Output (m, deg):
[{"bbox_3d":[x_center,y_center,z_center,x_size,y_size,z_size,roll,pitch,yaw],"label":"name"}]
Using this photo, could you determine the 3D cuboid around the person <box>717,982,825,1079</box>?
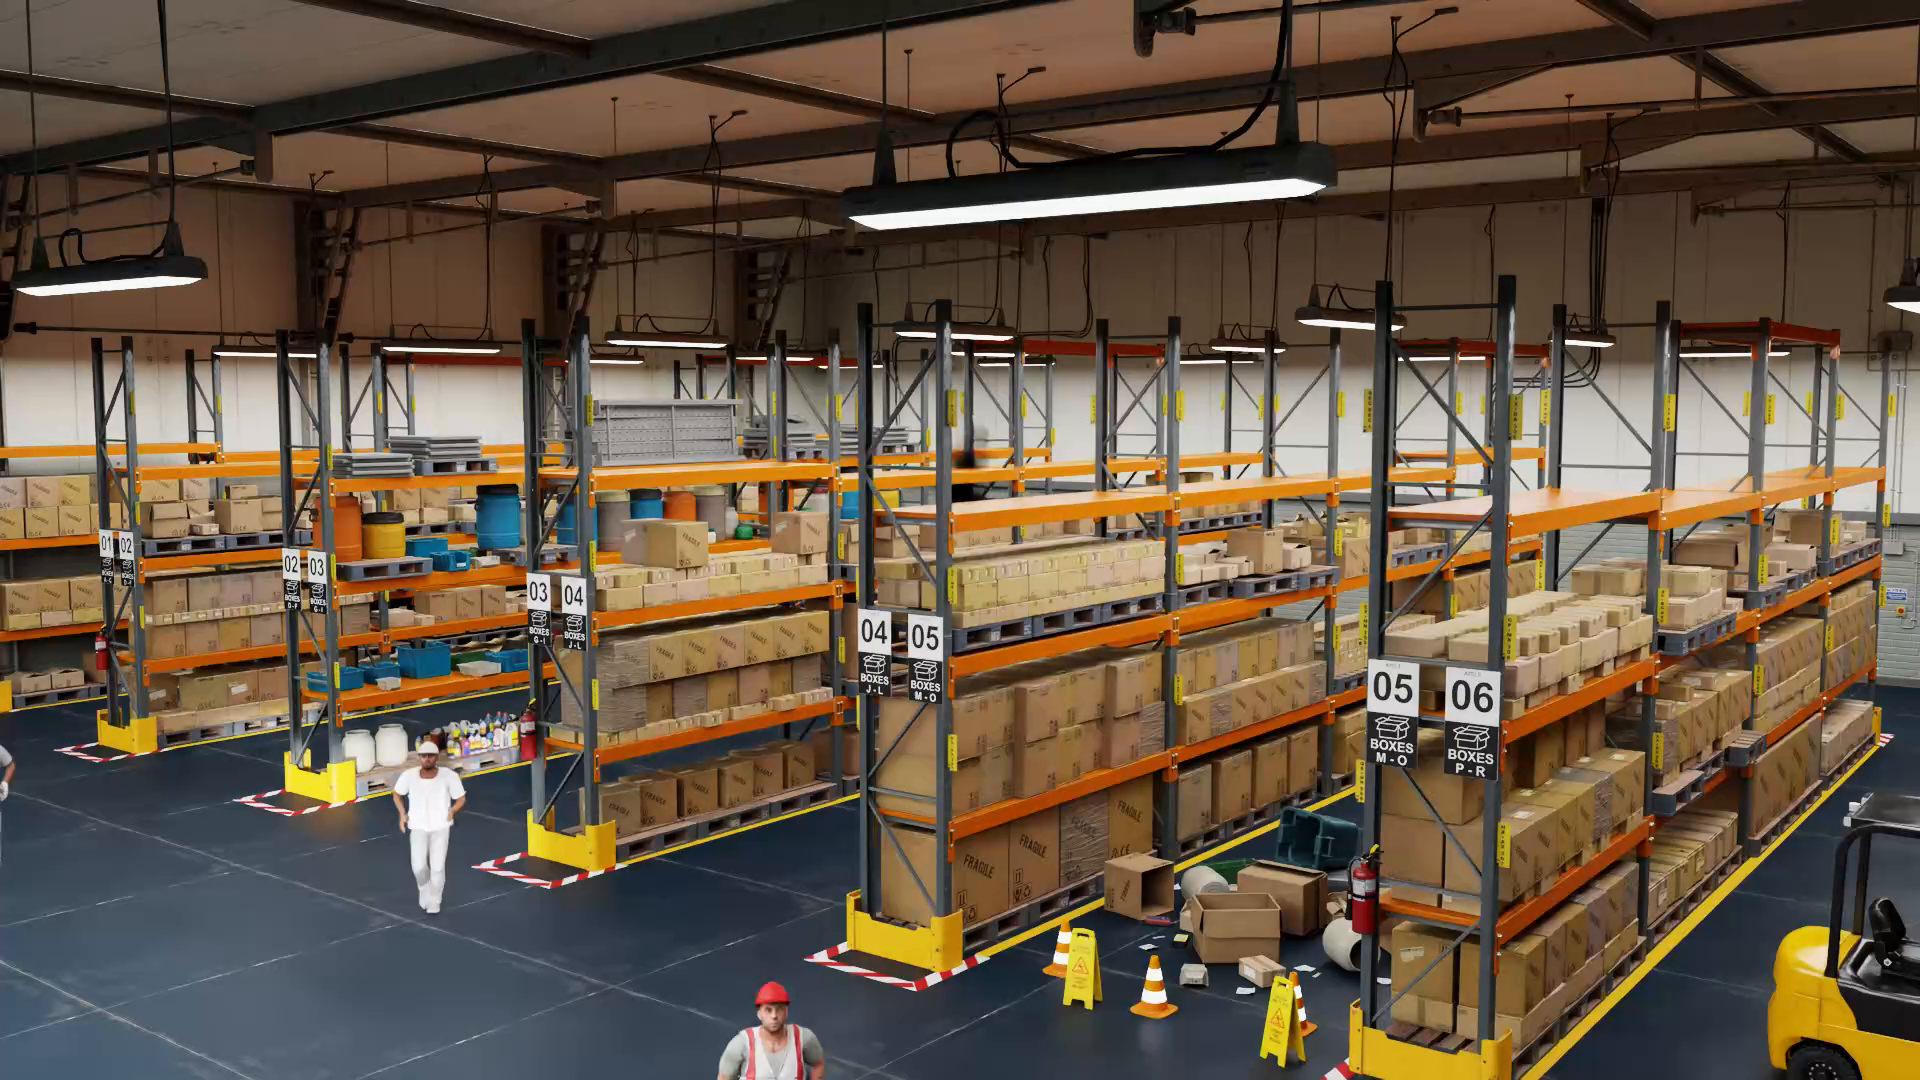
[{"bbox_3d":[-1.096,3.450,9.769,0.655,1.762,0.823,-1,5,-13],"label":"person"}]

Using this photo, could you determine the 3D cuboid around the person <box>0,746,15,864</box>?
[{"bbox_3d":[-10.243,2.774,17.350,0.662,1.779,0.652,-2,6,-26],"label":"person"}]

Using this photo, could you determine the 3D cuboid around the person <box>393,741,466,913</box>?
[{"bbox_3d":[-5.281,2.868,16.523,0.713,1.729,0.567,-1,5,-12],"label":"person"}]
